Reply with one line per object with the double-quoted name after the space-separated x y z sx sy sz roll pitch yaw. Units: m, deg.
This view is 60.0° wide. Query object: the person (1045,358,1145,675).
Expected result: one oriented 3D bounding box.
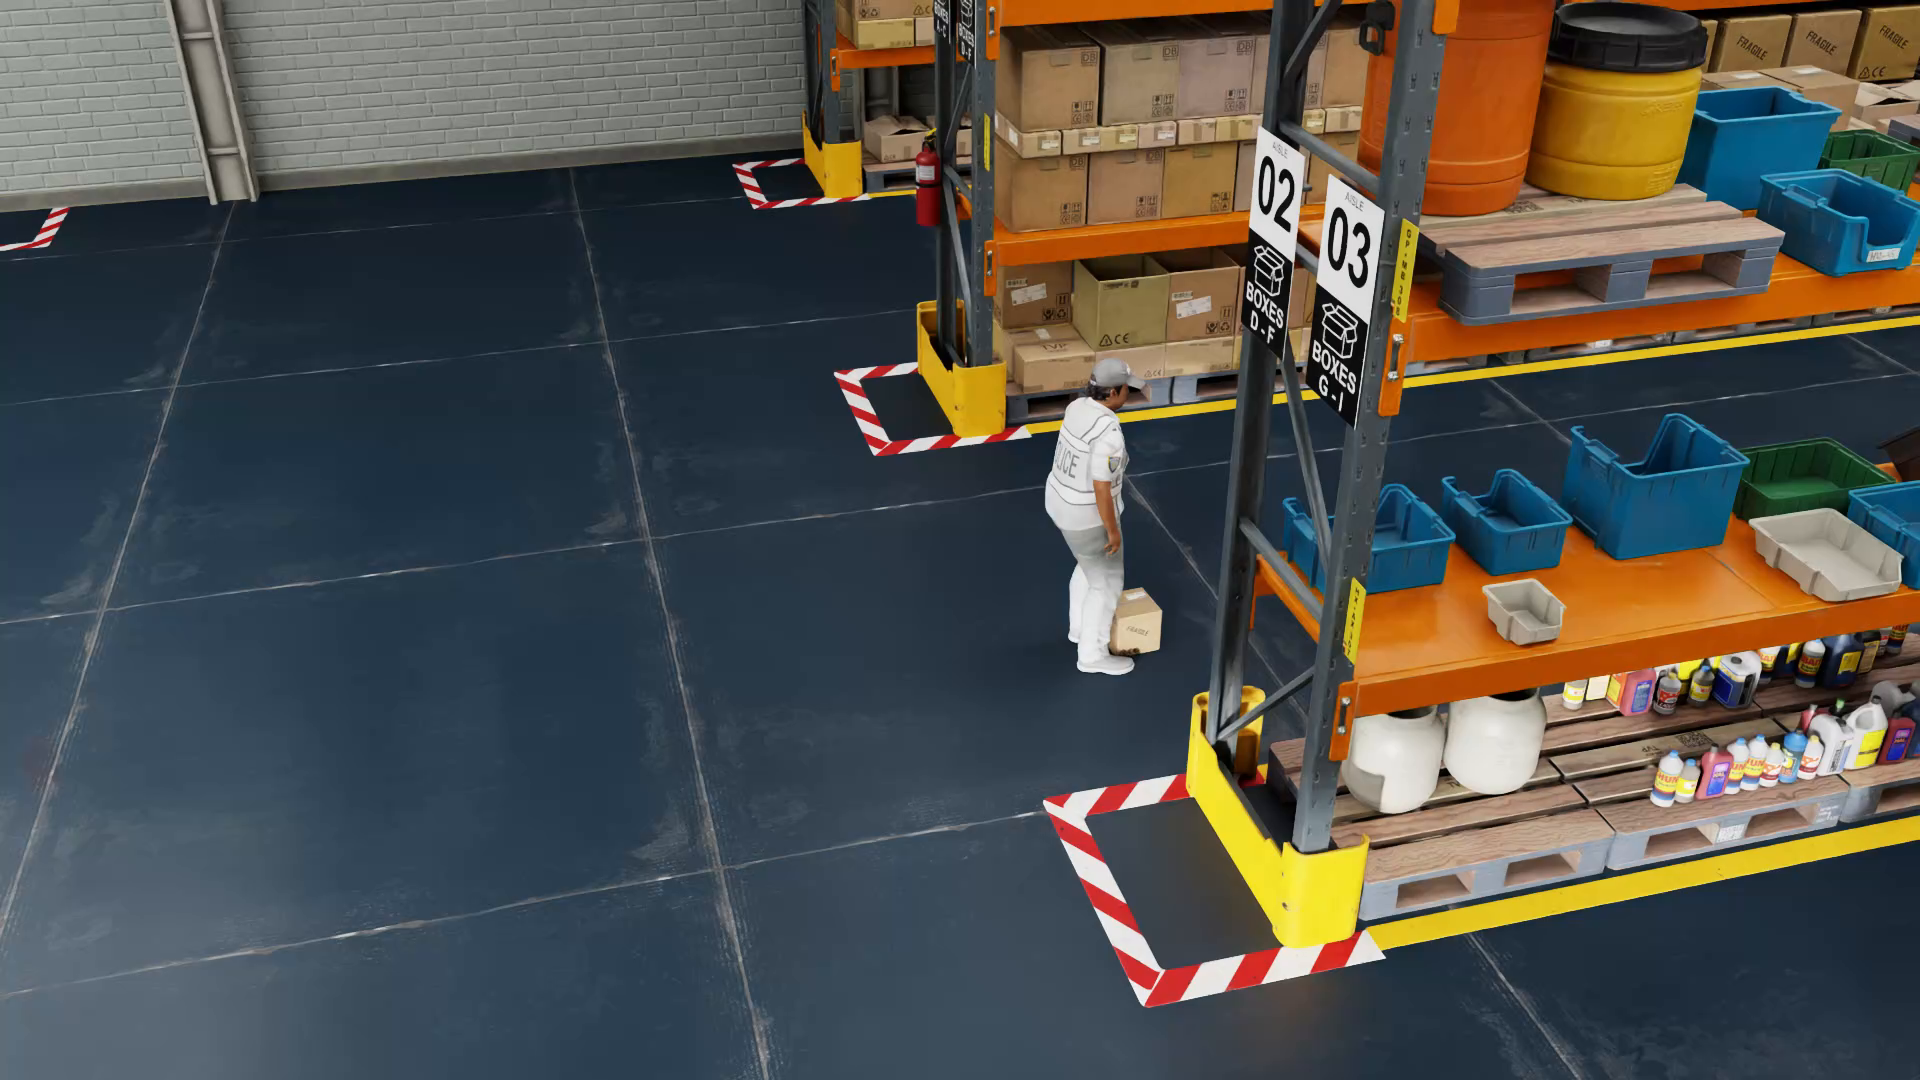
0.693 -0.135 8.457 0.470 1.664 0.549 -9 32 -15 "person"
